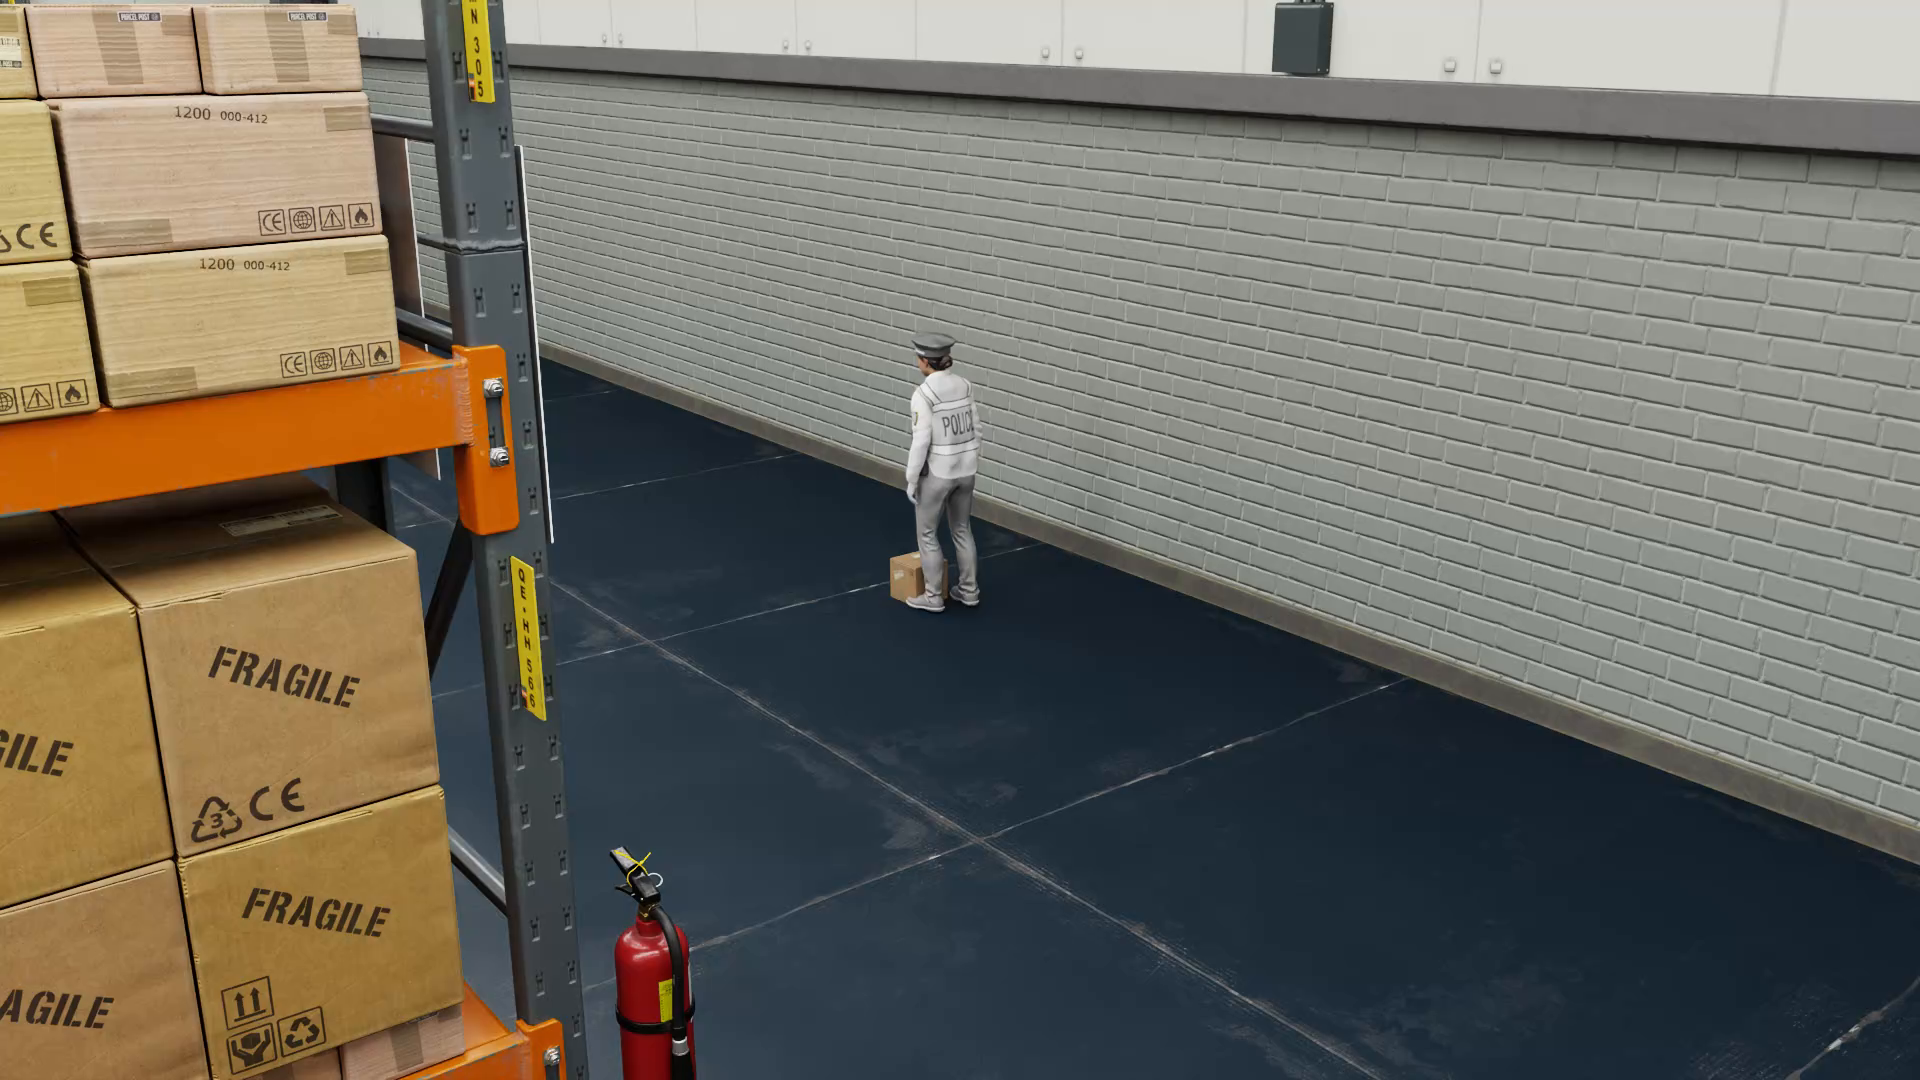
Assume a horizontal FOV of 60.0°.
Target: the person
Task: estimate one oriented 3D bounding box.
[{"bbox_3d":[-0.112,-0.384,9.745,0.542,1.662,0.415,-15,23,-39],"label":"person"}]
